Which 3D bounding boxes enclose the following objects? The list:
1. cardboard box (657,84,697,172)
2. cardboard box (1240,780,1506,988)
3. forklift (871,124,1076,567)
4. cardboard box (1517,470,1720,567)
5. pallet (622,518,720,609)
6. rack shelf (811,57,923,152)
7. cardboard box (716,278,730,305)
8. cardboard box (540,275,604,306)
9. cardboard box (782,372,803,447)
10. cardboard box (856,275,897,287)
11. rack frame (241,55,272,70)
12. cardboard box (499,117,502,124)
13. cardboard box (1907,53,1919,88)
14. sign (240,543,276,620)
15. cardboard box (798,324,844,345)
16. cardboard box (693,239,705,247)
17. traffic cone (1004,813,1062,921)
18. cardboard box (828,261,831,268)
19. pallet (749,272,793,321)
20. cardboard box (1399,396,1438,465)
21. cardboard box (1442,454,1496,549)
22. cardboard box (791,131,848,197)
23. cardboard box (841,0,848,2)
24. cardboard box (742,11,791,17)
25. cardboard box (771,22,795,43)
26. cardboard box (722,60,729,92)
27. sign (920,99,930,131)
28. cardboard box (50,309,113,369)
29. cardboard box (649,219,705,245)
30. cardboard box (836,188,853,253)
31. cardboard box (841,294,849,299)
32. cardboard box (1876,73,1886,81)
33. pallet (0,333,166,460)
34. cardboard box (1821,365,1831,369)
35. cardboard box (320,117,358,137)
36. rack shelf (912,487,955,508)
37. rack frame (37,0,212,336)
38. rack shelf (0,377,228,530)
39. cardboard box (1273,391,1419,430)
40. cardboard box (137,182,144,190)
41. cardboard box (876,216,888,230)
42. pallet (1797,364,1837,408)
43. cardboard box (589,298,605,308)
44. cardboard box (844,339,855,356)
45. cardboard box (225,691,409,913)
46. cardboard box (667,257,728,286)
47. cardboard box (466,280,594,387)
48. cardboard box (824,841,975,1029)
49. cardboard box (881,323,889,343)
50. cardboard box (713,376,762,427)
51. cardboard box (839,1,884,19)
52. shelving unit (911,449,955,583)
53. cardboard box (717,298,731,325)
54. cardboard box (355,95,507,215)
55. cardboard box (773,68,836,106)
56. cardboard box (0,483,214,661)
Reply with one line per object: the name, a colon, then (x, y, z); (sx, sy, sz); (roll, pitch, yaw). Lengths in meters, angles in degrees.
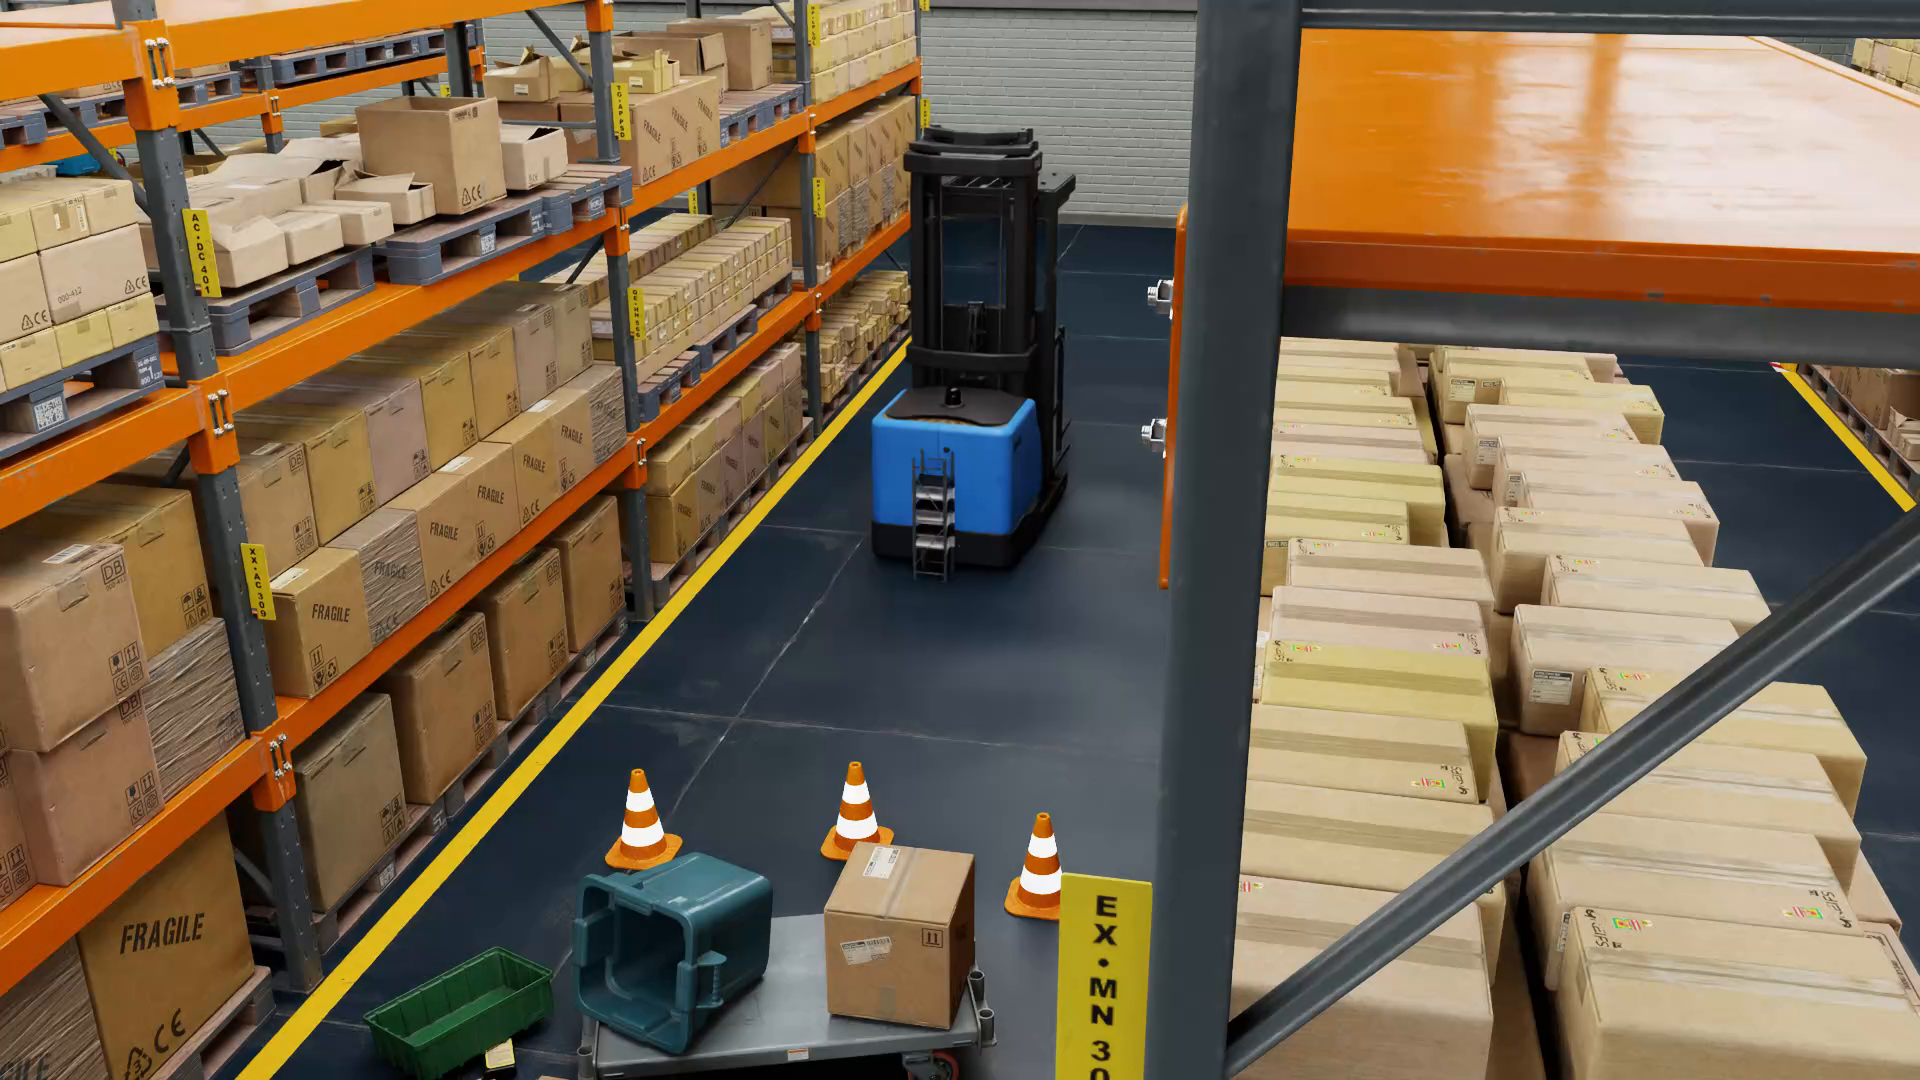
cardboard box: (-2.064, -2.708, 10.913); (0.500, 0.500, 0.500); (4, 22, 11)
cardboard box: (0.568, 0.486, 2.386); (0.380, 0.149, 0.250); (5, 22, 12)
forklift: (0.237, -1.692, 12.631); (1.130, 2.935, 3.031); (6, 23, 14)
cardboard box: (1.440, -0.033, 3.673); (0.380, 0.149, 0.250); (5, 22, 12)
pallet: (-2.375, 0.110, 11.798); (1.003, 0.211, 1.213); (4, 22, 11)
rack shelf: (-1.312, -4.150, 15.591); (1.077, 0.370, 4.000); (4, 22, 11)
cardboard box: (-1.928, -1.846, 12.298); (0.380, 0.149, 0.250); (5, 23, 13)
cardboard box: (-2.727, -1.752, 11.666); (0.380, 0.149, 0.250); (5, 22, 13)
cardboard box: (-1.624, -1.106, 13.869); (0.500, 0.500, 0.500); (4, 22, 10)
cardboard box: (-0.871, -2.672, 17.430); (0.380, 0.149, 0.250); (5, 22, 12)
rack frame: (-6.555, -5.559, 14.110); (1.000, 3.000, 0.127); (4, 22, 11)
cardboard box: (-2.899, -2.241, 9.312); (0.500, 0.311, 0.500); (4, 22, 11)
cardboard box: (8.182, -3.860, 13.710); (0.500, 0.250, 0.500); (4, 22, 10)
sign: (-2.809, 0.168, 6.656); (0.100, 0.325, 0.005); (4, 22, 11)
cardboard box: (-1.298, -1.909, 15.536); (0.380, 0.149, 0.250); (4, 22, 10)
cardboard box: (-2.302, -2.373, 13.607); (0.380, 0.149, 0.250); (4, 22, 10)
traffic cone: (0.397, 1.522, 7.956); (0.336, 0.463, 0.334); (4, 22, 11)
cardboard box: (-1.362, -2.423, 14.691); (0.380, 0.149, 0.250); (5, 22, 12)
pallet: (-2.018, -2.003, 13.570); (1.003, 0.211, 1.213); (4, 22, 11)
cardboard box: (1.060, -0.225, 4.685); (0.500, 0.250, 0.500); (4, 22, 10)
cardboard box: (1.467, -0.002, 4.132); (0.500, 0.250, 0.500); (4, 22, 10)
cardboard box: (-1.298, -3.346, 14.777); (0.500, 0.500, 0.500); (4, 22, 9)
cardboard box: (-1.262, -5.370, 16.654); (0.380, 0.149, 0.250); (5, 23, 13)
cardboard box: (-1.719, -4.617, 14.784); (0.380, 0.149, 0.250); (4, 22, 9)
cardboard box: (-1.423, -4.188, 13.719); (0.380, 0.149, 0.250); (4, 22, 10)
cardboard box: (-2.105, -3.600, 12.819); (0.500, 0.311, 0.500); (4, 22, 10)
sign: (-0.365, -4.458, 17.434); (0.100, 0.325, 0.005); (4, 22, 11)
cardboard box: (-3.165, -0.701, 5.705); (0.380, 0.149, 0.250); (5, 22, 12)
cardboard box: (-2.301, -2.504, 13.533); (0.380, 0.149, 0.250); (5, 22, 12)
cardboard box: (-1.278, -2.889, 14.979); (0.500, 0.500, 0.500); (4, 22, 11)
cardboard box: (-1.336, -2.470, 17.327); (0.380, 0.149, 0.250); (5, 22, 12)
cardboard box: (8.282, -4.009, 14.613); (0.380, 0.149, 0.250); (5, 22, 12)
pallet: (-3.530, -0.487, 5.651); (1.003, 0.211, 1.213); (4, 22, 11)
cardboard box: (8.605, -1.927, 15.902); (0.797, 0.503, 0.637); (4, 22, 9)
cardboard box: (-6.303, -4.127, 17.385); (0.500, 0.500, 0.500); (4, 22, 9)
rack shelf: (-0.184, -0.299, 11.499); (0.258, 0.077, 0.200); (6, 23, 14)
rack frame: (-3.352, -2.218, 5.815); (1.000, 3.000, 0.127); (4, 22, 11)
rack shelf: (-3.760, 0.239, 4.694); (1.077, 0.370, 4.000); (4, 22, 11)
cardboard box: (0.962, -0.267, 4.256); (0.380, 0.149, 0.250); (4, 22, 9)
cardboard box: (-6.940, -2.575, 13.255); (0.797, 0.503, 0.637); (5, 23, 13)
cardboard box: (-0.929, -3.196, 16.611); (0.380, 0.149, 0.250); (3, 22, 9)
pallet: (8.646, -1.493, 15.779); (1.003, 0.211, 1.213); (4, 22, 11)
cardboard box: (-2.726, -1.615, 11.725); (0.380, 0.149, 0.250); (5, 22, 11)
cardboard box: (-1.217, -1.868, 15.832); (0.380, 0.149, 0.250); (6, 23, 13)
cardboard box: (-3.314, 1.180, 7.858); (1.050, 0.750, 0.750); (4, 22, 11)
cardboard box: (-1.931, -1.978, 12.228); (0.380, 0.149, 0.250); (4, 22, 10)
cardboard box: (-2.638, -1.245, 9.957); (0.700, 0.500, 0.500); (4, 22, 11)
cardboard box: (-0.235, 1.589, 6.726); (0.500, 0.500, 0.500); (4, 22, 11)
cardboard box: (-0.927, -2.107, 16.823); (0.380, 0.149, 0.250); (3, 22, 9)
cardboard box: (-1.836, -1.071, 12.778); (0.500, 0.250, 0.500); (3, 22, 9)
cardboard box: (-0.940, -5.049, 15.857); (0.380, 0.149, 0.250); (4, 22, 10)
shelving unit: (-0.184, -0.163, 11.554); (0.258, 0.900, 0.210); (6, 23, 14)
cardboard box: (-1.924, -1.705, 12.345); (0.380, 0.149, 0.250); (4, 22, 9)
cardboard box: (-2.617, -1.920, 8.260); (0.500, 0.500, 0.500); (4, 22, 11)
cardboard box: (-1.367, -3.832, 14.039); (0.500, 0.250, 0.500); (6, 23, 14)
cardboard box: (-3.461, 0.127, 6.378); (0.875, 0.550, 0.550); (4, 22, 11)
